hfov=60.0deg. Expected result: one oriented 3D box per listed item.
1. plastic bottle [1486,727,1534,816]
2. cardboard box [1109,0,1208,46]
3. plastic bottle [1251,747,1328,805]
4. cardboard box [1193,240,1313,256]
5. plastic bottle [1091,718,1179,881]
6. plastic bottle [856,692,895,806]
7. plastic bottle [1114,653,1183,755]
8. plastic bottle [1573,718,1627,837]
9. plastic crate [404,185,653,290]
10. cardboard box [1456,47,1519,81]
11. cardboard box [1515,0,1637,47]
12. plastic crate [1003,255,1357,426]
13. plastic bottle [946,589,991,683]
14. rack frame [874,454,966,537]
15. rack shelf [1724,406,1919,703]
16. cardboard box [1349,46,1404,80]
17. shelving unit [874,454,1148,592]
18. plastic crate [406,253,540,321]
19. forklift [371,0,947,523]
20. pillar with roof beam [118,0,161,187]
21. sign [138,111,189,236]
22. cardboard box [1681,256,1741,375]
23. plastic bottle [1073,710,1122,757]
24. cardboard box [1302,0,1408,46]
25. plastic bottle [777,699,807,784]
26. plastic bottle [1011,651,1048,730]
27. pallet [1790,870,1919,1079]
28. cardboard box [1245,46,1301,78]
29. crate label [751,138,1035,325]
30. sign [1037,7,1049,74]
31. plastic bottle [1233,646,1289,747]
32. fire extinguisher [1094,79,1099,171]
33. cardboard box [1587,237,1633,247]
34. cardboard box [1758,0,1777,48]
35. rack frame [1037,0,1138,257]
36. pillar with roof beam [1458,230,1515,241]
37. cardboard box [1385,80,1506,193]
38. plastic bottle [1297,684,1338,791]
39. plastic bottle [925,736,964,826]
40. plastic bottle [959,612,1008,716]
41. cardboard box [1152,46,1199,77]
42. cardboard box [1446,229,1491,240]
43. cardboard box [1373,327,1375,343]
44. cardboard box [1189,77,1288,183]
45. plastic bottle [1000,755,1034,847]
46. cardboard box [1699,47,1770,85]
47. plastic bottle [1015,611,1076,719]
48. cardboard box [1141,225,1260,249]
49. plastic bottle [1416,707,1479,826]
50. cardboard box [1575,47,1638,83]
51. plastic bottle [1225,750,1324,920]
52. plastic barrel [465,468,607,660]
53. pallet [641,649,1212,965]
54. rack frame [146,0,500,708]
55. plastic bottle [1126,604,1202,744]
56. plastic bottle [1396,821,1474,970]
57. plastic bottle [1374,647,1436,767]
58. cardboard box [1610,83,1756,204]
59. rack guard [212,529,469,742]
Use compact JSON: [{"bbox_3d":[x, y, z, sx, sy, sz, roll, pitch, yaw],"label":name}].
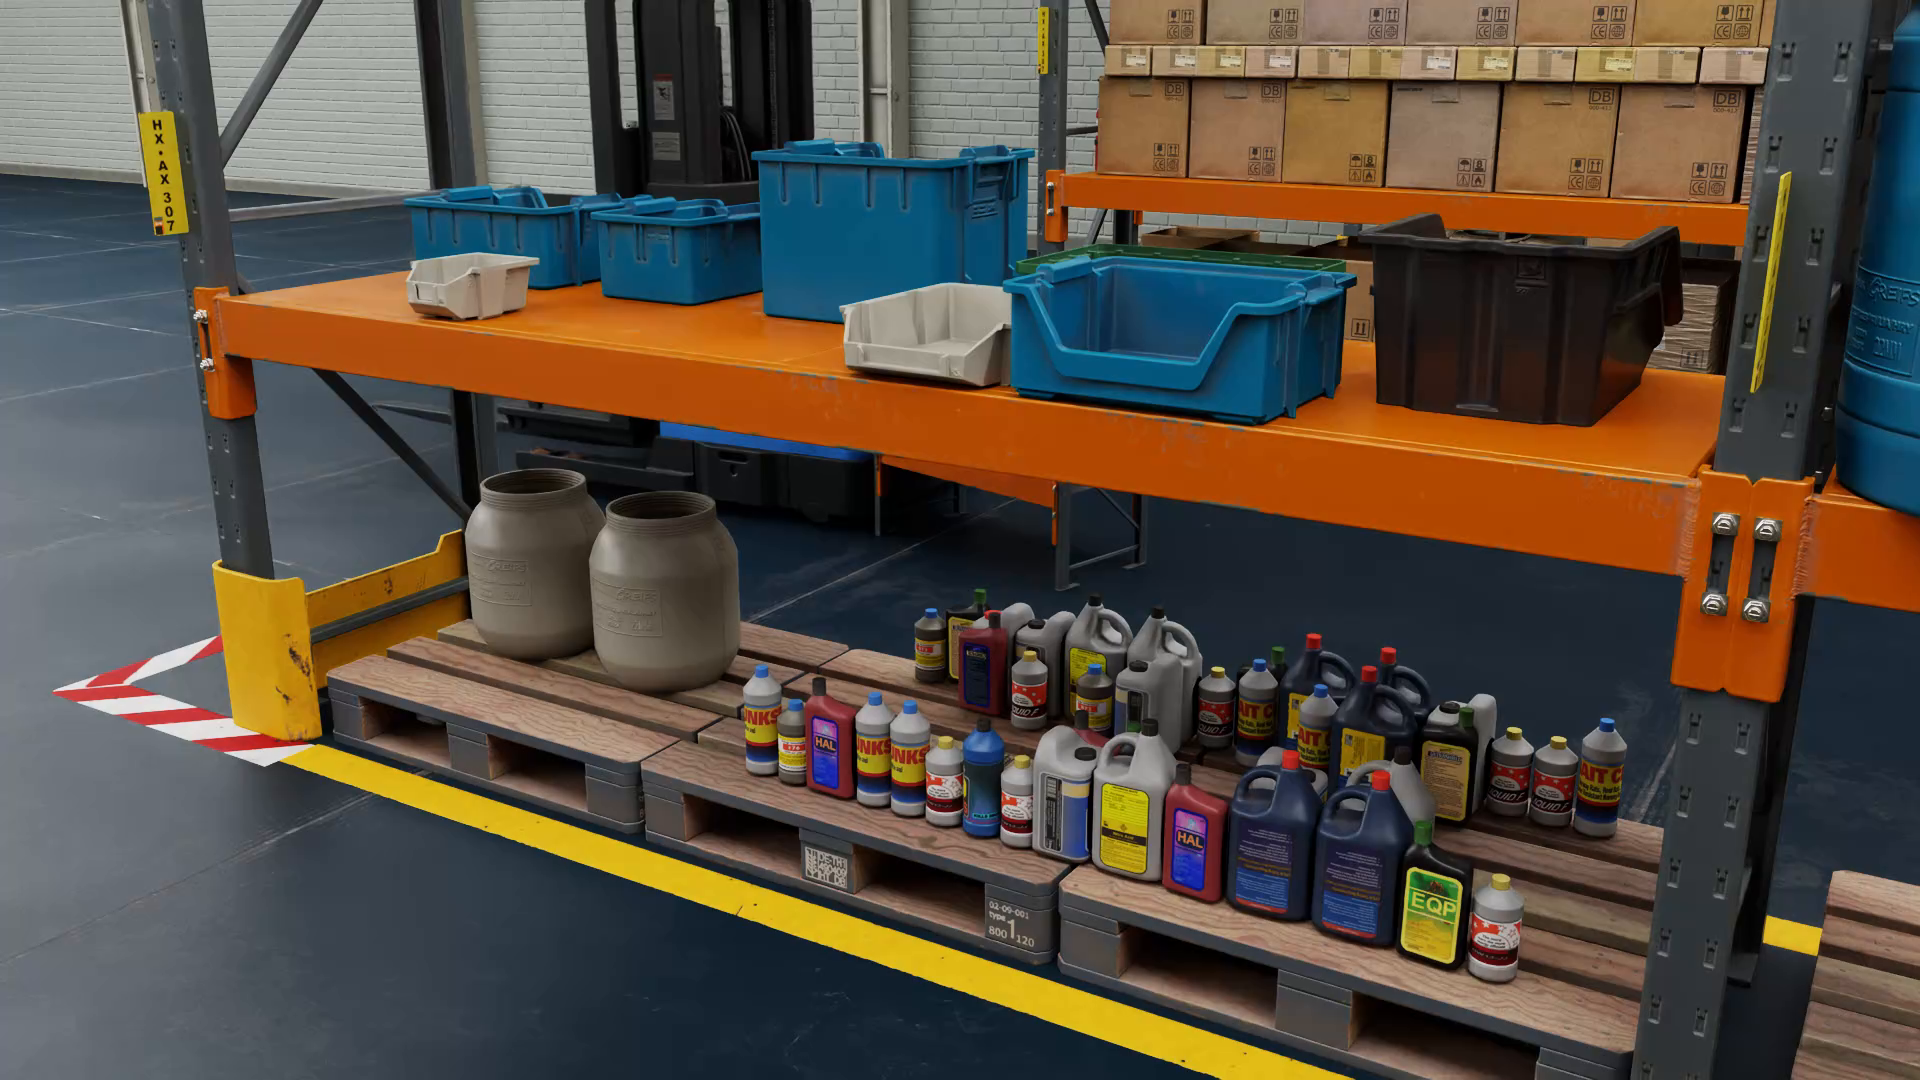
[{"bbox_3d":[1.316,0.548,3.976,0.097,0.201,0.097,0,17,0],"label":"plastic bottle"},{"bbox_3d":[1.155,-2.814,8.580,0.500,0.500,0.700,10,20,30],"label":"cardboard box"},{"bbox_3d":[0.725,0.604,3.663,0.135,0.276,0.152,10,20,30],"label":"plastic bottle"},{"bbox_3d":[1.486,-1.259,8.585,0.500,0.500,0.500,10,20,30],"label":"cardboard box"},{"bbox_3d":[0.393,0.559,3.680,0.185,0.351,0.144,10,20,30],"label":"plastic bottle"},{"bbox_3d":[-0.203,0.499,4.016,0.097,0.271,0.097,0,17,0],"label":"plastic bottle"},{"bbox_3d":[0.482,0.421,4.262,0.135,0.276,0.152,10,20,30],"label":"plastic bottle"},{"bbox_3d":[1.489,0.545,3.864,0.097,0.271,0.097,0,17,0],"label":"plastic bottle"},{"bbox_3d":[-1.294,-0.928,5.032,0.616,0.251,0.499,10,20,30],"label":"plastic crate"},{"bbox_3d":[2.474,-2.199,7.671,0.250,0.149,0.380,11,20,32],"label":"cardboard box"},{"bbox_3d":[2.888,-2.507,7.568,0.500,0.500,0.700,10,20,30],"label":"cardboard box"},{"bbox_3d":[0.446,-0.423,3.368,0.616,0.251,0.499,10,20,30],"label":"plastic crate"},{"bbox_3d":[0.027,0.272,4.742,0.133,0.283,0.061,11,20,31],"label":"plastic bottle"},{"bbox_3d":[-0.165,-0.607,6.943,0.500,1.125,0.032,-16,23,-42],"label":"rack frame"},{"bbox_3d":[3.236,0.255,2.117,4.000,0.370,1.077,10,20,30],"label":"rack shelf"},{"bbox_3d":[2.039,-2.277,7.930,0.250,0.149,0.380,10,19,29],"label":"cardboard box"},{"bbox_3d":[0.191,-0.501,6.595,0.538,1.125,1.048,-16,23,-42],"label":"shelving unit"},{"bbox_3d":[-1.283,-0.659,4.345,0.250,0.136,0.298,10,20,30],"label":"plastic crate"},{"bbox_3d":[-1.480,-1.757,7.622,3.031,2.935,1.130,9,19,27],"label":"forklift"},{"bbox_3d":[-13.234,-8.105,18.081,0.400,9.000,9.100,10,20,30],"label":"pillar with roof beam"},{"bbox_3d":[-2.169,-0.998,4.530,0.005,0.325,0.100,10,20,30],"label":"sign"},{"bbox_3d":[3.466,-1.085,8.012,0.500,0.500,0.500,10,20,30],"label":"cardboard box"},{"bbox_3d":[0.312,0.539,3.862,0.133,0.283,0.061,10,20,30],"label":"plastic bottle"},{"bbox_3d":[2.036,-2.659,8.069,0.500,0.500,0.700,10,20,30],"label":"cardboard box"},{"bbox_3d":[-0.407,0.496,4.146,0.097,0.201,0.097,0,17,0],"label":"plastic bottle"},{"bbox_3d":[0.187,0.398,4.468,0.097,0.201,0.097,0,17,0],"label":"plastic bottle"},{"bbox_3d":[2.221,1.051,3.058,1.213,0.211,1.003,10,20,30],"label":"pallet"},{"bbox_3d":[1.592,-2.356,8.189,0.250,0.149,0.380,10,19,29],"label":"cardboard box"},{"bbox_3d":[-0.167,-0.805,4.311,0.616,0.435,0.502,10,20,30],"label":"crate label"},{"bbox_3d":[0.423,-2.543,8.467,0.005,0.325,0.100,10,20,30],"label":"sign"},{"bbox_3d":[0.781,0.407,4.298,0.133,0.283,0.061,11,20,32],"label":"plastic bottle"},{"bbox_3d":[0.861,-2.324,9.503,0.183,0.674,0.296,10,20,30],"label":"fire extinguisher"},{"bbox_3d":[4.935,-2.131,12.280,0.500,0.500,0.700,9,19,27],"label":"cardboard box"},{"bbox_3d":[3.746,-2.354,7.065,0.500,0.500,0.700,10,20,30],"label":"cardboard box"},{"bbox_3d":[0.719,-2.228,9.054,0.127,3.000,1.000,10,20,30],"label":"rack frame"},{"bbox_3d":[2.104,-5.367,9.067,0.400,9.000,9.100,10,20,30],"label":"pillar with roof beam"},{"bbox_3d":[2.430,-1.966,8.022,0.500,0.500,0.700,11,20,32],"label":"cardboard box"},{"bbox_3d":[0.874,0.484,4.063,0.097,0.271,0.097,0,17,0],"label":"plastic bottle"},{"bbox_3d":[-0.033,0.562,3.926,0.097,0.201,0.097,0,17,0],"label":"plastic bottle"},{"bbox_3d":[0.063,0.330,4.550,0.133,0.283,0.061,10,20,30],"label":"plastic bottle"},{"bbox_3d":[1.167,-2.433,8.443,0.250,0.149,0.380,10,19,29],"label":"cardboard box"},{"bbox_3d":[3.850,-2.251,13.002,0.500,0.311,0.500,8,19,24],"label":"cardboard box"},{"bbox_3d":[2.336,-1.106,8.080,0.500,0.500,0.500,10,20,30],"label":"cardboard box"},{"bbox_3d":[1.560,-2.123,8.536,0.500,0.500,0.700,11,20,31],"label":"cardboard box"},{"bbox_3d":[0.142,0.594,3.823,0.097,0.201,0.097,0,17,0],"label":"plastic bottle"},{"bbox_3d":[3.349,-2.043,7.158,0.250,0.149,0.380,9,19,28],"label":"cardboard box"},{"bbox_3d":[0.236,0.328,4.569,0.135,0.276,0.152,10,19,29],"label":"plastic bottle"},{"bbox_3d":[1.331,-1.464,9.257,0.500,0.500,0.500,10,20,30],"label":"cardboard box"},{"bbox_3d":[1.144,0.523,3.914,0.133,0.283,0.061,10,20,30],"label":"plastic bottle"},{"bbox_3d":[2.917,-2.121,7.414,0.250,0.149,0.380,10,20,30],"label":"cardboard box"},{"bbox_3d":[0.668,0.608,3.519,0.185,0.351,0.144,9,19,27],"label":"plastic bottle"},{"bbox_3d":[-1.276,0.069,5.050,0.421,0.512,0.421,0,17,0],"label":"plastic barrel"},{"bbox_3d":[-0.063,0.643,4.400,1.213,0.211,1.003,10,20,30],"label":"pallet"},{"bbox_3d":[-1.877,-1.001,5.017,0.127,3.000,1.000,10,20,30],"label":"rack frame"},{"bbox_3d":[0.538,0.345,4.385,0.185,0.351,0.144,10,20,30],"label":"plastic bottle"},{"bbox_3d":[0.949,0.705,3.317,0.133,0.283,0.061,11,20,33],"label":"plastic bottle"},{"bbox_3d":[1.061,0.438,4.078,0.185,0.351,0.144,11,20,32],"label":"plastic bottle"},{"bbox_3d":[3.293,-1.812,7.512,0.500,0.500,0.700,10,20,29],"label":"cardboard box"},{"bbox_3d":[-1.788,0.195,5.381,0.348,0.500,1.175,10,20,30],"label":"rack guard"}]
